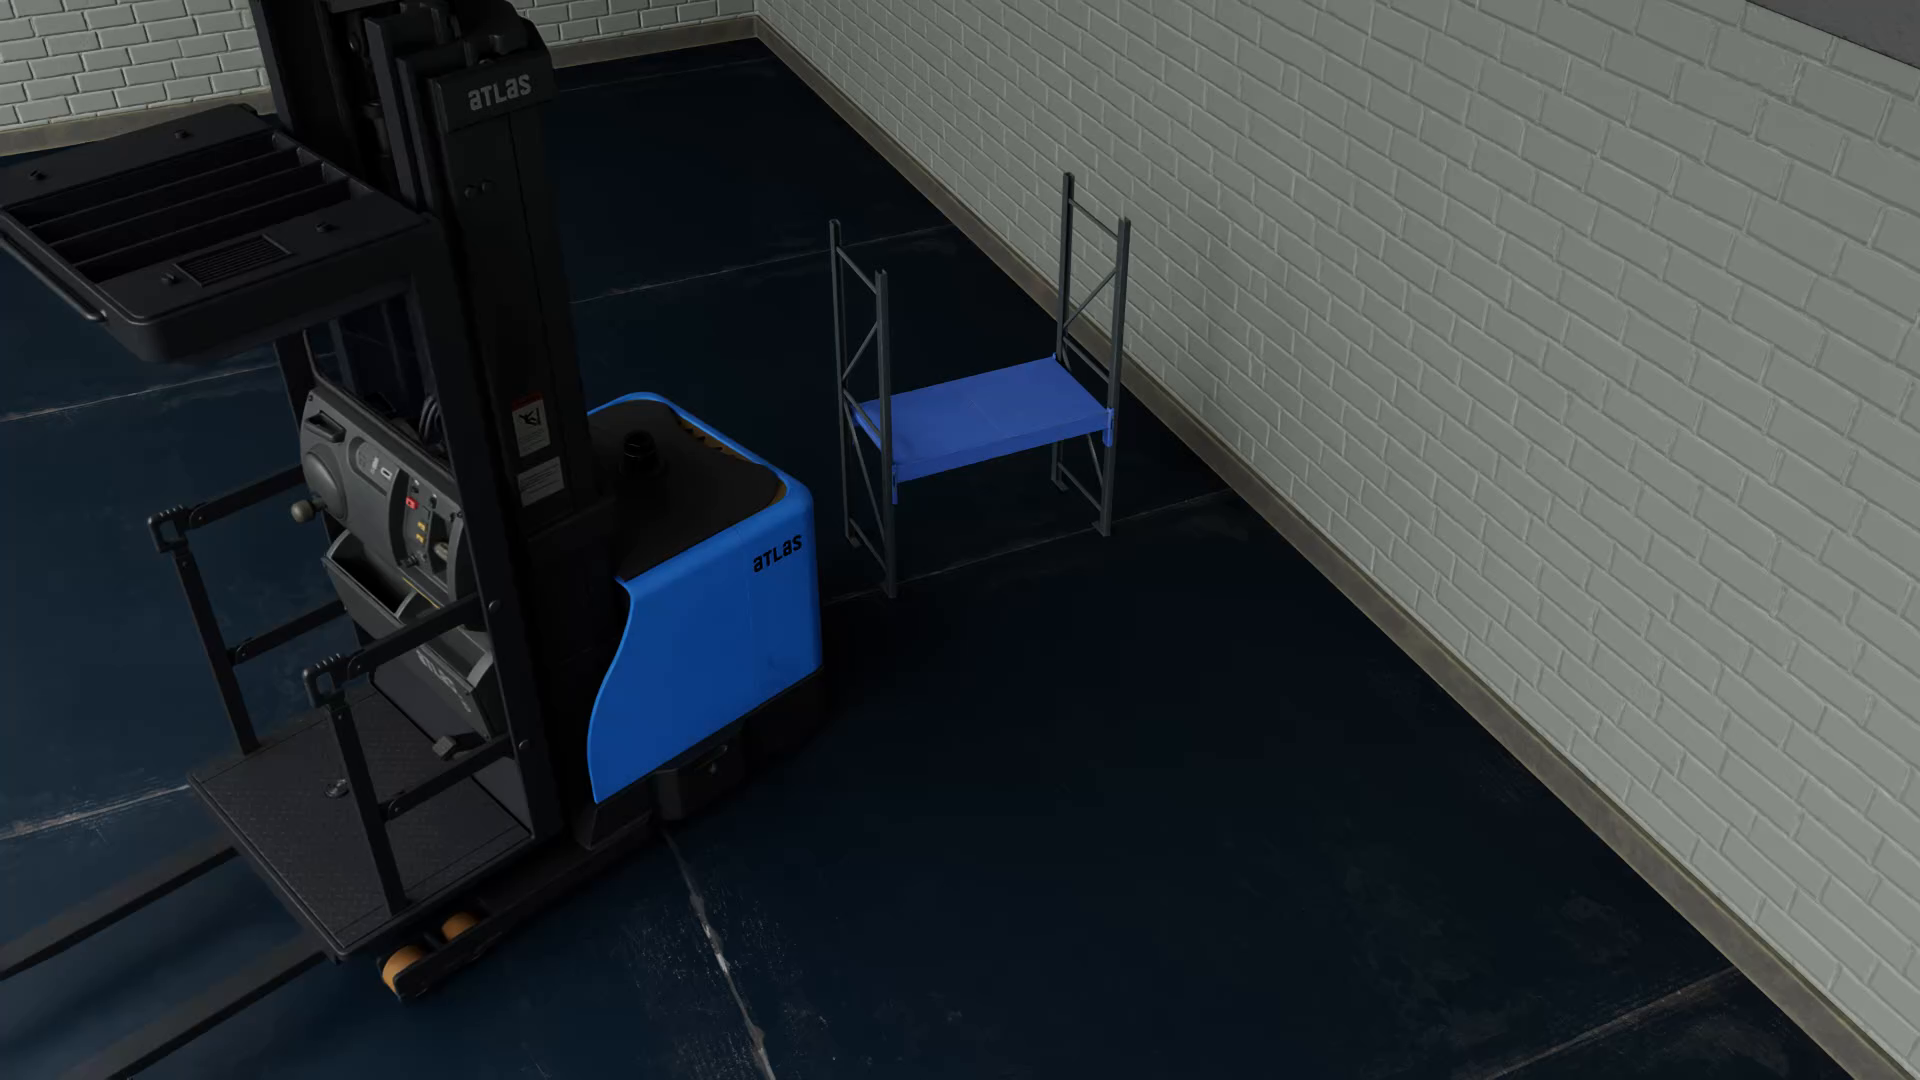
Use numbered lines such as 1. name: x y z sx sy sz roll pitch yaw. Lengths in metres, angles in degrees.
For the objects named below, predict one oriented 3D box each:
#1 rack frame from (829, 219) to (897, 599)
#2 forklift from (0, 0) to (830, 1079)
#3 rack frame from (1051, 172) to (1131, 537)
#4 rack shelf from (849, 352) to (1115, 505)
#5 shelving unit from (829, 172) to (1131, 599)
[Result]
1. rack frame: -0.383 -0.495 6.659 0.032 1.500 0.500 -16 39 -20
2. forklift: -1.891 -0.073 4.889 3.031 2.935 1.130 -31 46 -34
3. rack frame: 0.537 -0.753 7.006 0.032 1.500 0.500 -16 39 -20
4. rack shelf: 0.077 -0.480 6.939 1.000 0.185 0.538 -16 39 -20
5. shelving unit: 0.077 -0.624 6.832 1.048 1.500 0.538 -16 39 -20
